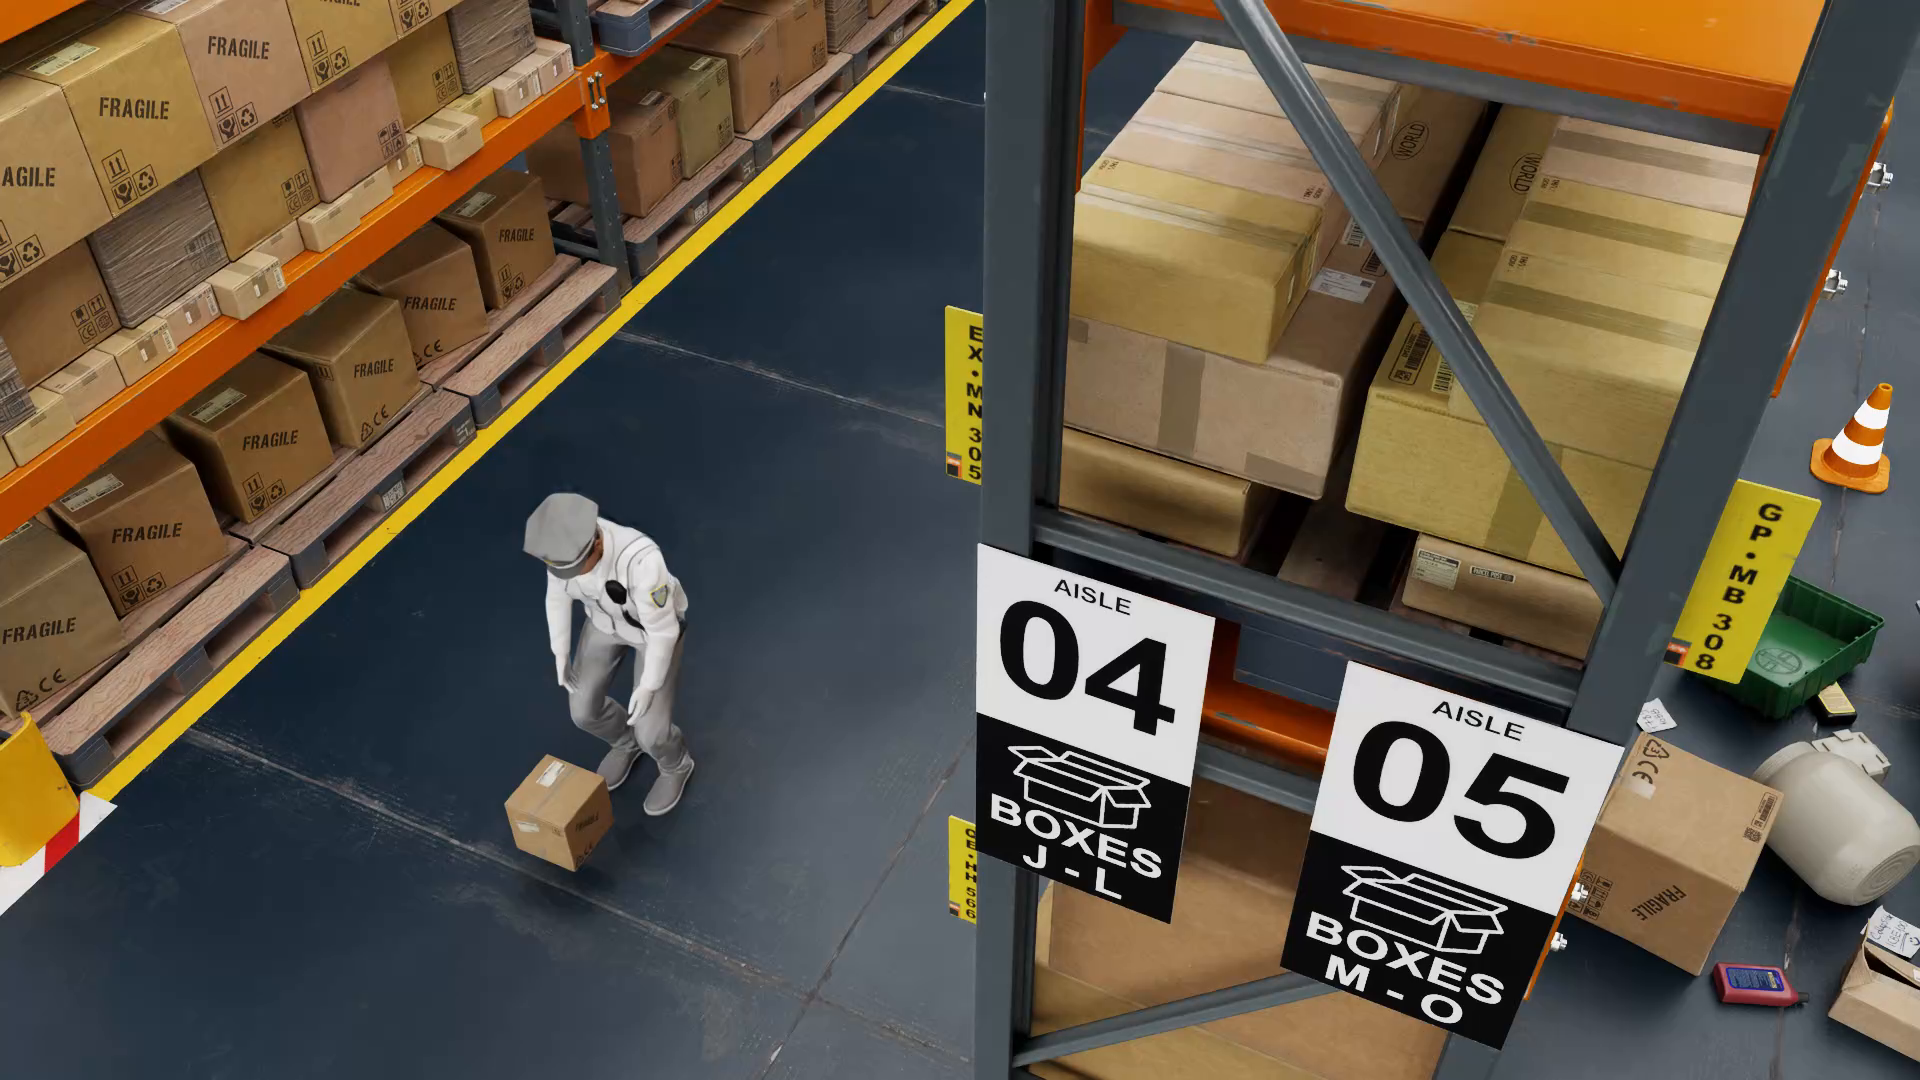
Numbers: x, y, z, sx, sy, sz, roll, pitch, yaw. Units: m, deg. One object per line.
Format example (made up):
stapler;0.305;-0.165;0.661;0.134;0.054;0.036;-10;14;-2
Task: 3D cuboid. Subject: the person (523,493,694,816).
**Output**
person;-1.189;0.380;5.857;0.526;1.522;0.586;18;45;19
